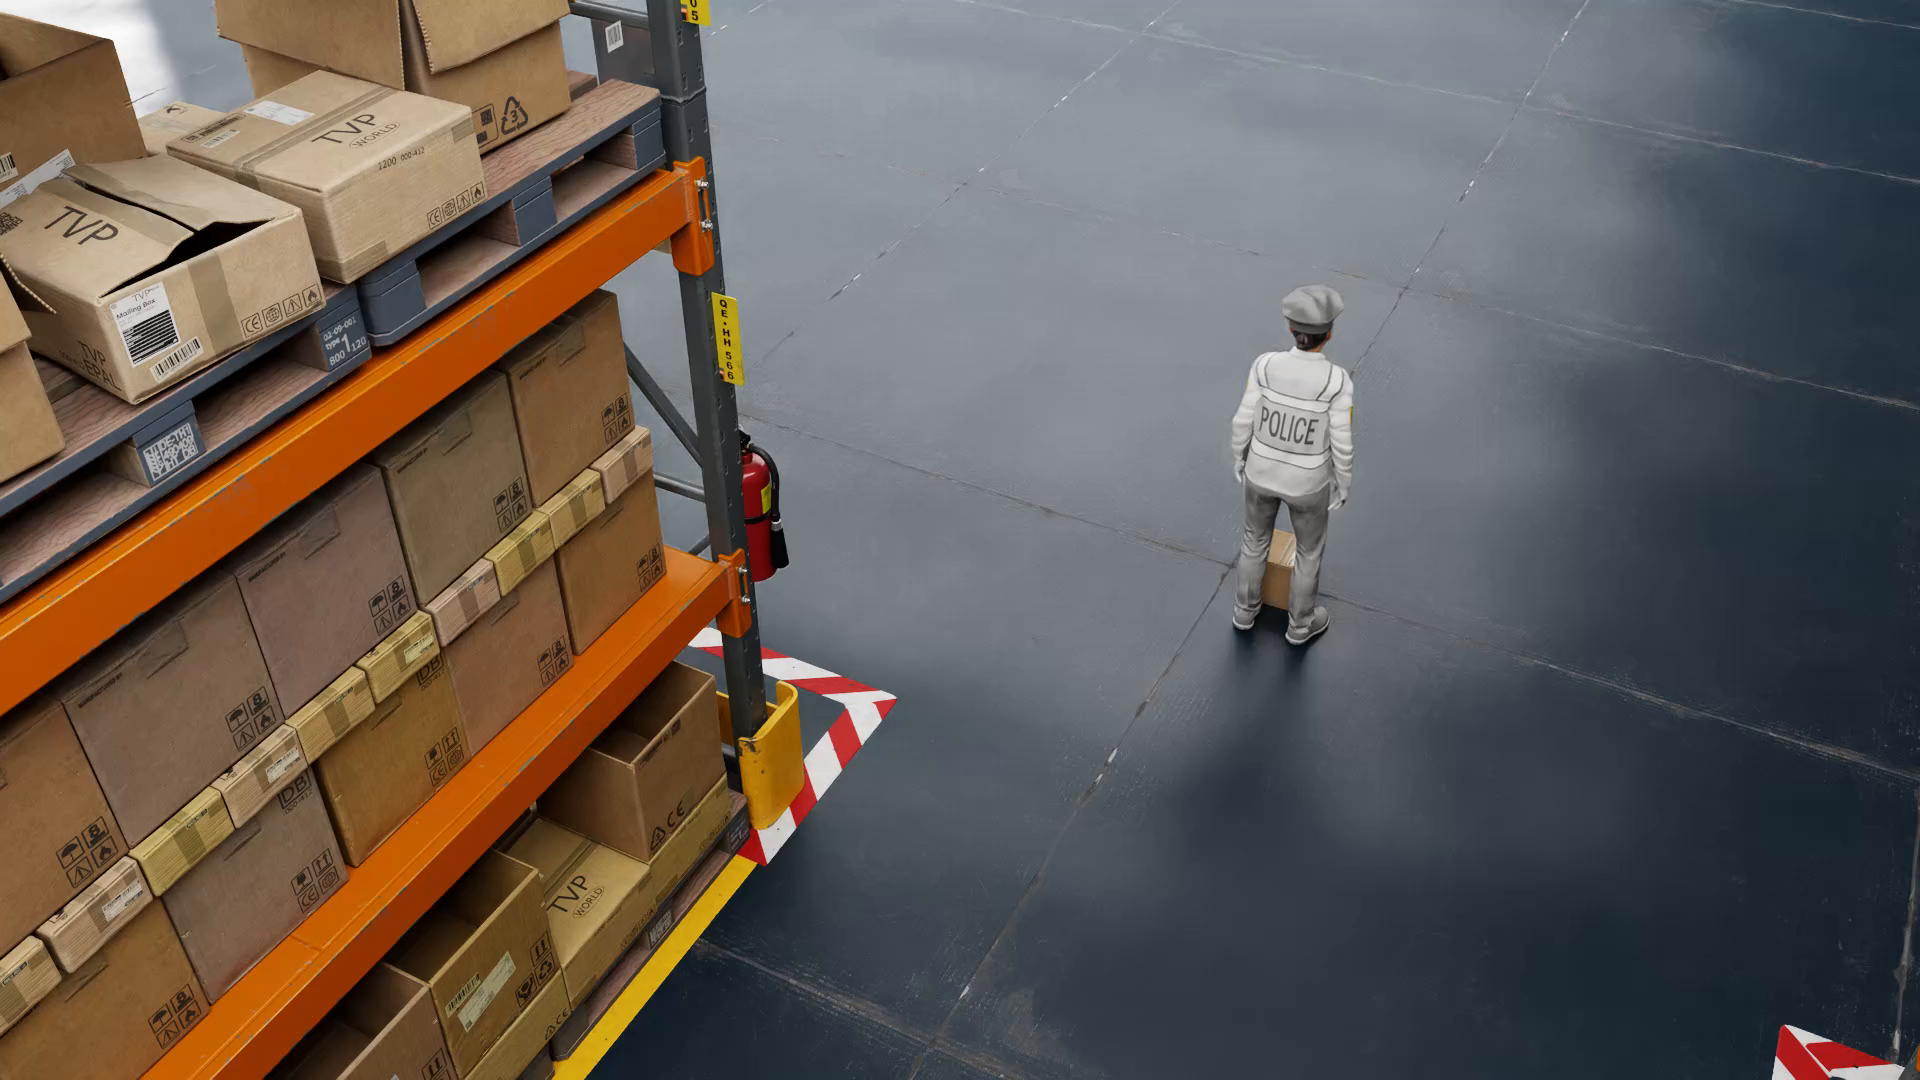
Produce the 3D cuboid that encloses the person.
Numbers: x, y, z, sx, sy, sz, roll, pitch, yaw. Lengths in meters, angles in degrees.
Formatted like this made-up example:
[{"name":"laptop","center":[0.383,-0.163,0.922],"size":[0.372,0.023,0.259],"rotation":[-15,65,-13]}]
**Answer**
[{"name":"person","center":[1.407,-0.279,7.099],"size":[0.529,1.663,0.372],"rotation":[18,42,21]}]
